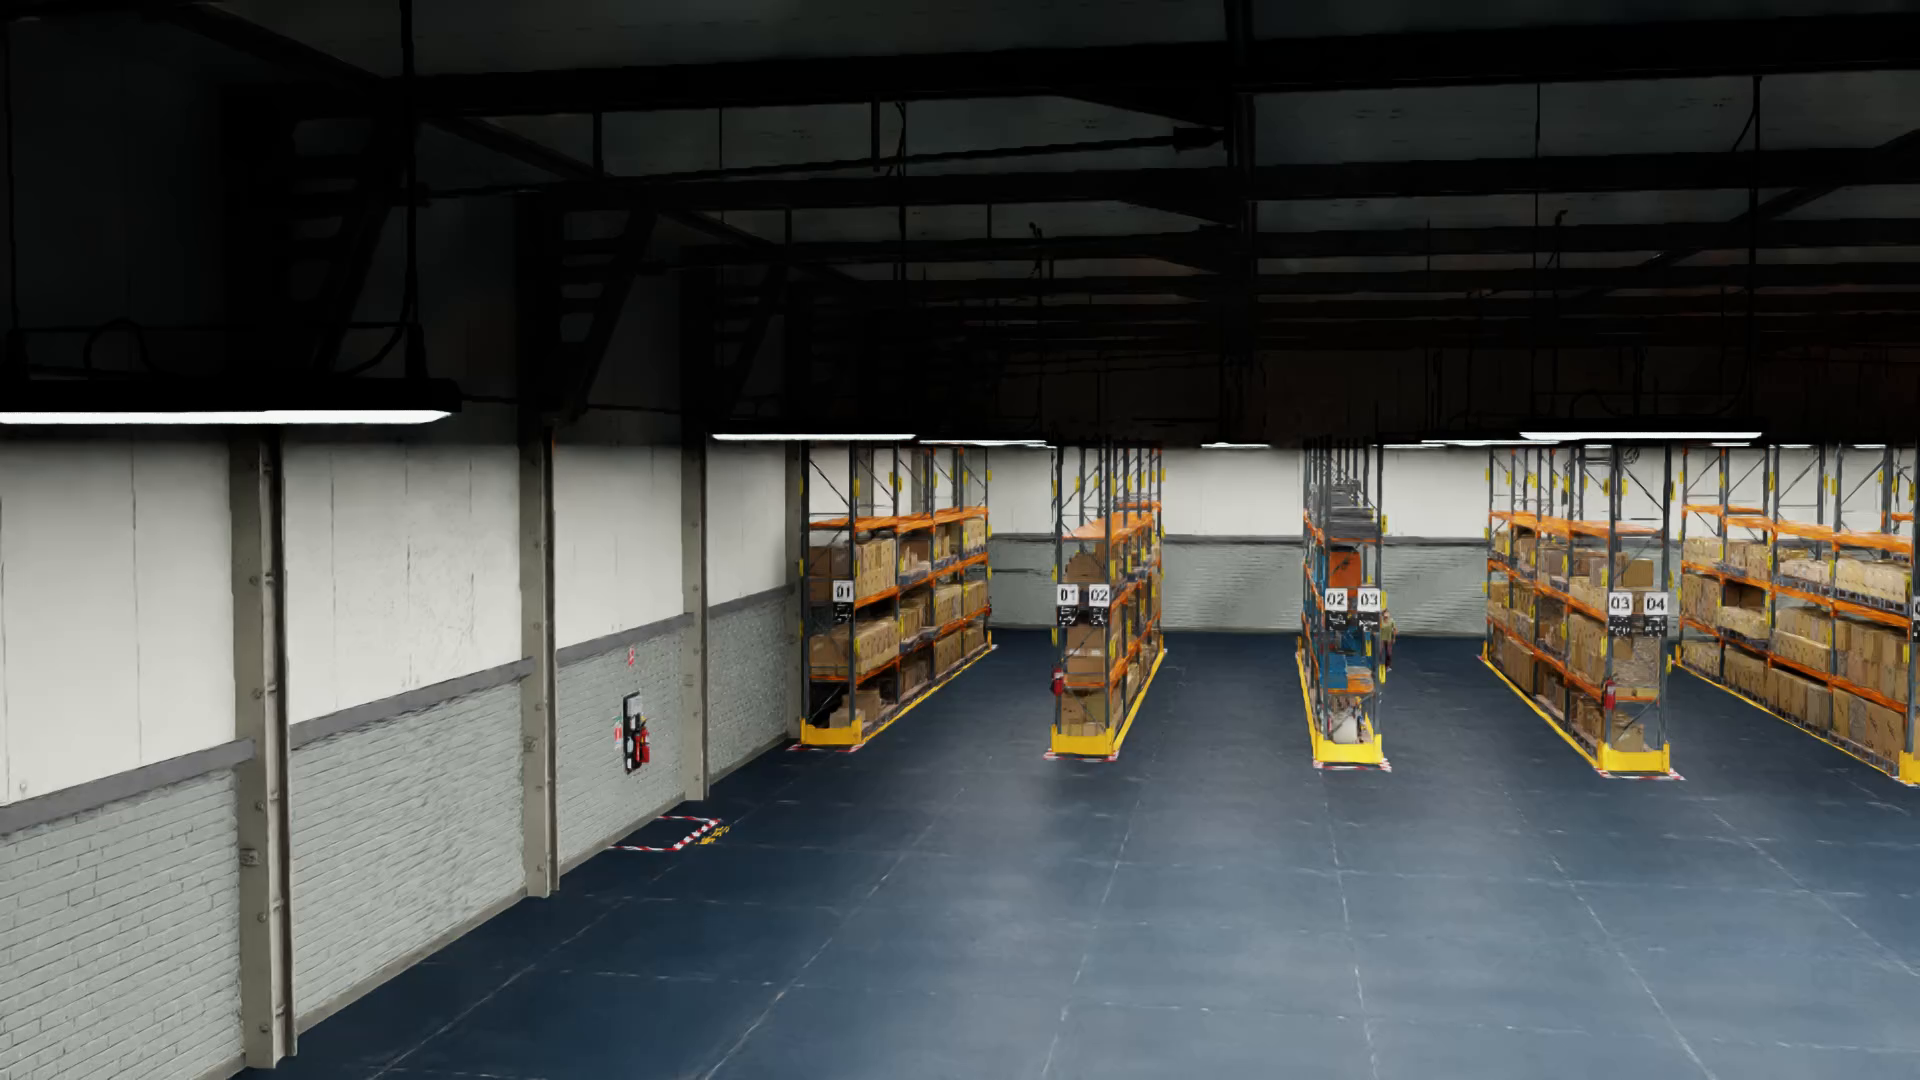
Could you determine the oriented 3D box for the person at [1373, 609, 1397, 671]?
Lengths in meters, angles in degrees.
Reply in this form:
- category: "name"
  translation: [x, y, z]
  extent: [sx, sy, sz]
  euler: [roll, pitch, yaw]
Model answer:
- category: "person"
  translation: [11.026, 2.587, 43.165]
  extent: [0.598, 1.619, 0.507]
  euler: [0, 3, 8]
